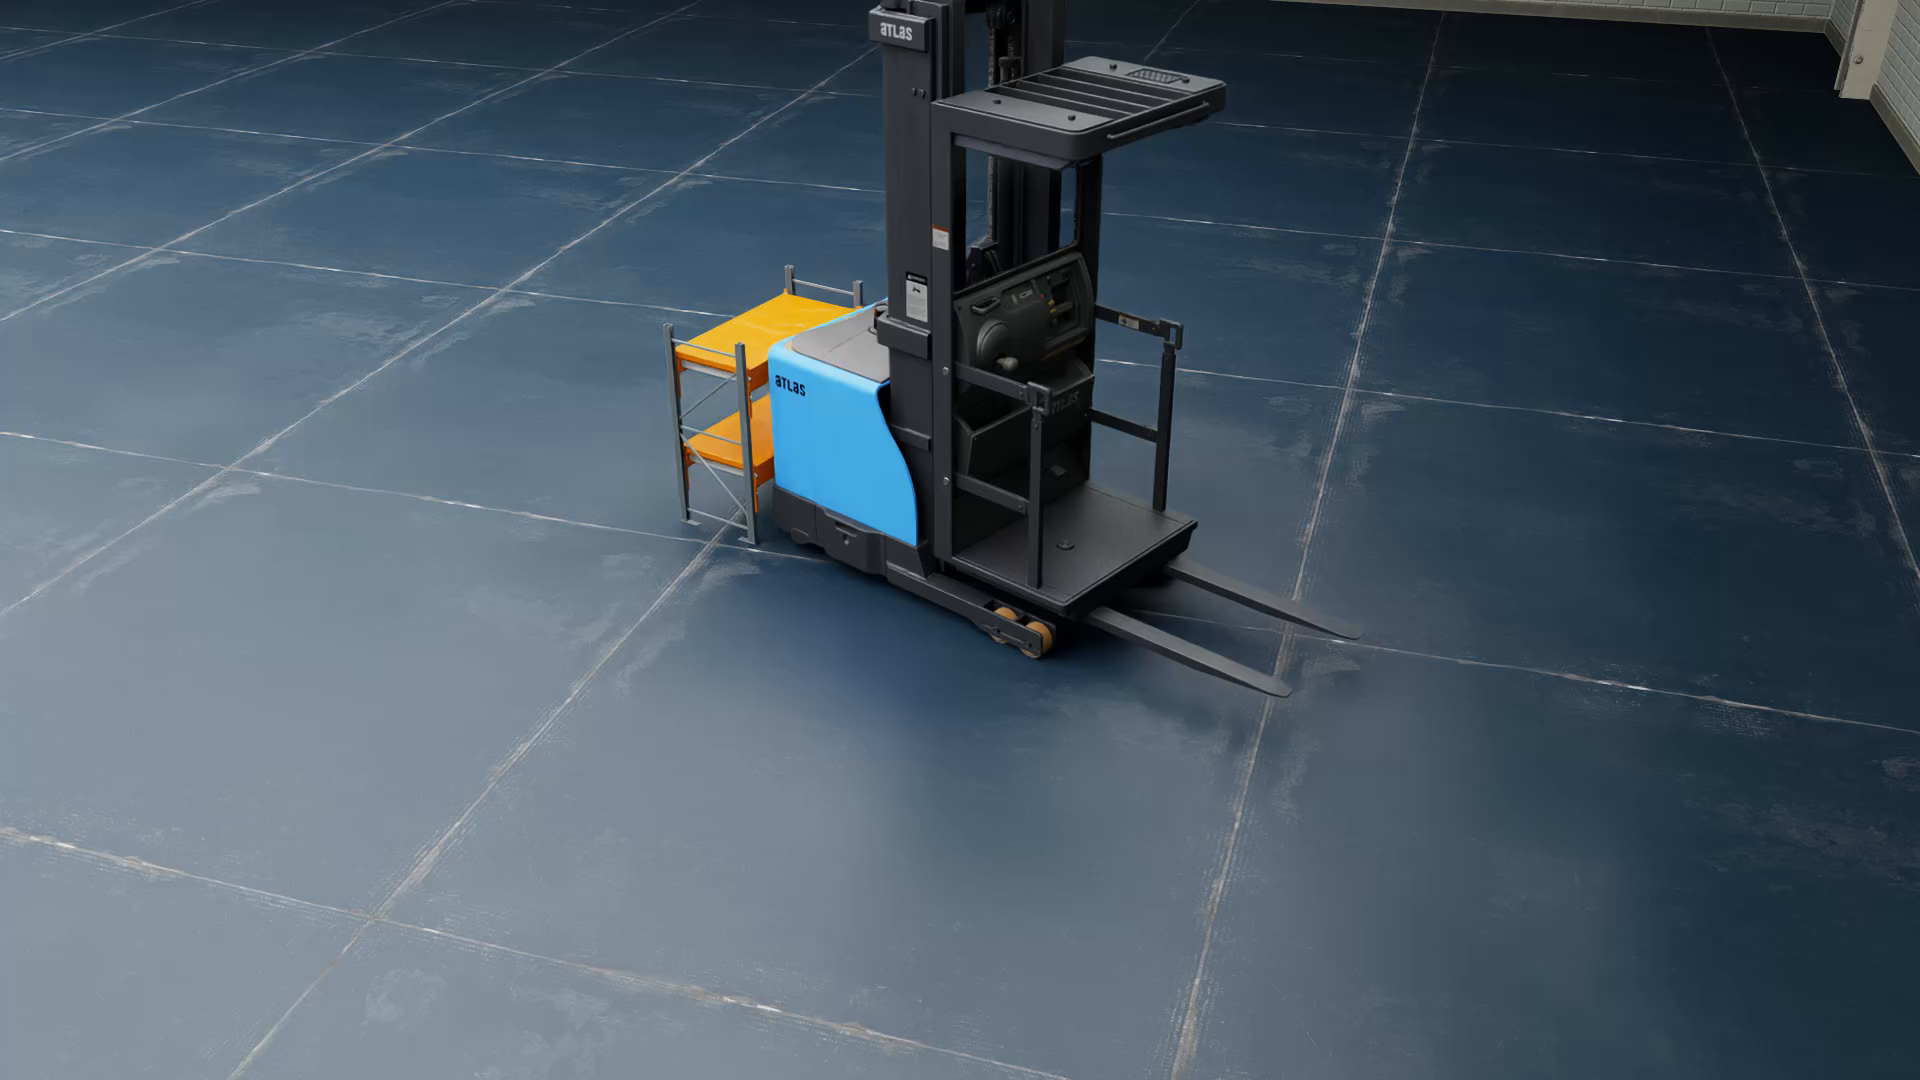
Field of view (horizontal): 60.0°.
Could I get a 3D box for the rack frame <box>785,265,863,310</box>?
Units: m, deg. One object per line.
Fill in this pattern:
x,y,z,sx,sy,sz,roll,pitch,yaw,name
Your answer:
-0.743,-0.955,9.310,0.500,1.125,0.032,17,33,27,rack frame

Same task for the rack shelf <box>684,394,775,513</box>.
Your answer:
-1.010,-0.531,9.051,0.538,0.278,1.000,17,33,27,rack shelf

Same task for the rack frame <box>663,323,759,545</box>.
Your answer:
-1.278,-0.535,8.554,0.500,1.125,0.032,17,33,27,rack frame

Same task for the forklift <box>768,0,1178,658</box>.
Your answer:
0.466,-1.021,7.570,3.031,2.935,1.130,23,36,35,forklift

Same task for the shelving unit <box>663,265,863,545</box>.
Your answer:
-1.010,-0.745,8.932,0.538,1.125,1.048,17,33,27,shelving unit

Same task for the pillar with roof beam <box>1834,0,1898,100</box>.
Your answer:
4.963,-9.081,15.818,9.100,9.000,0.400,8,30,15,pillar with roof beam

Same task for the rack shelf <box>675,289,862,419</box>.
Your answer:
-1.010,-1.001,8.789,0.538,0.278,1.000,17,33,27,rack shelf
